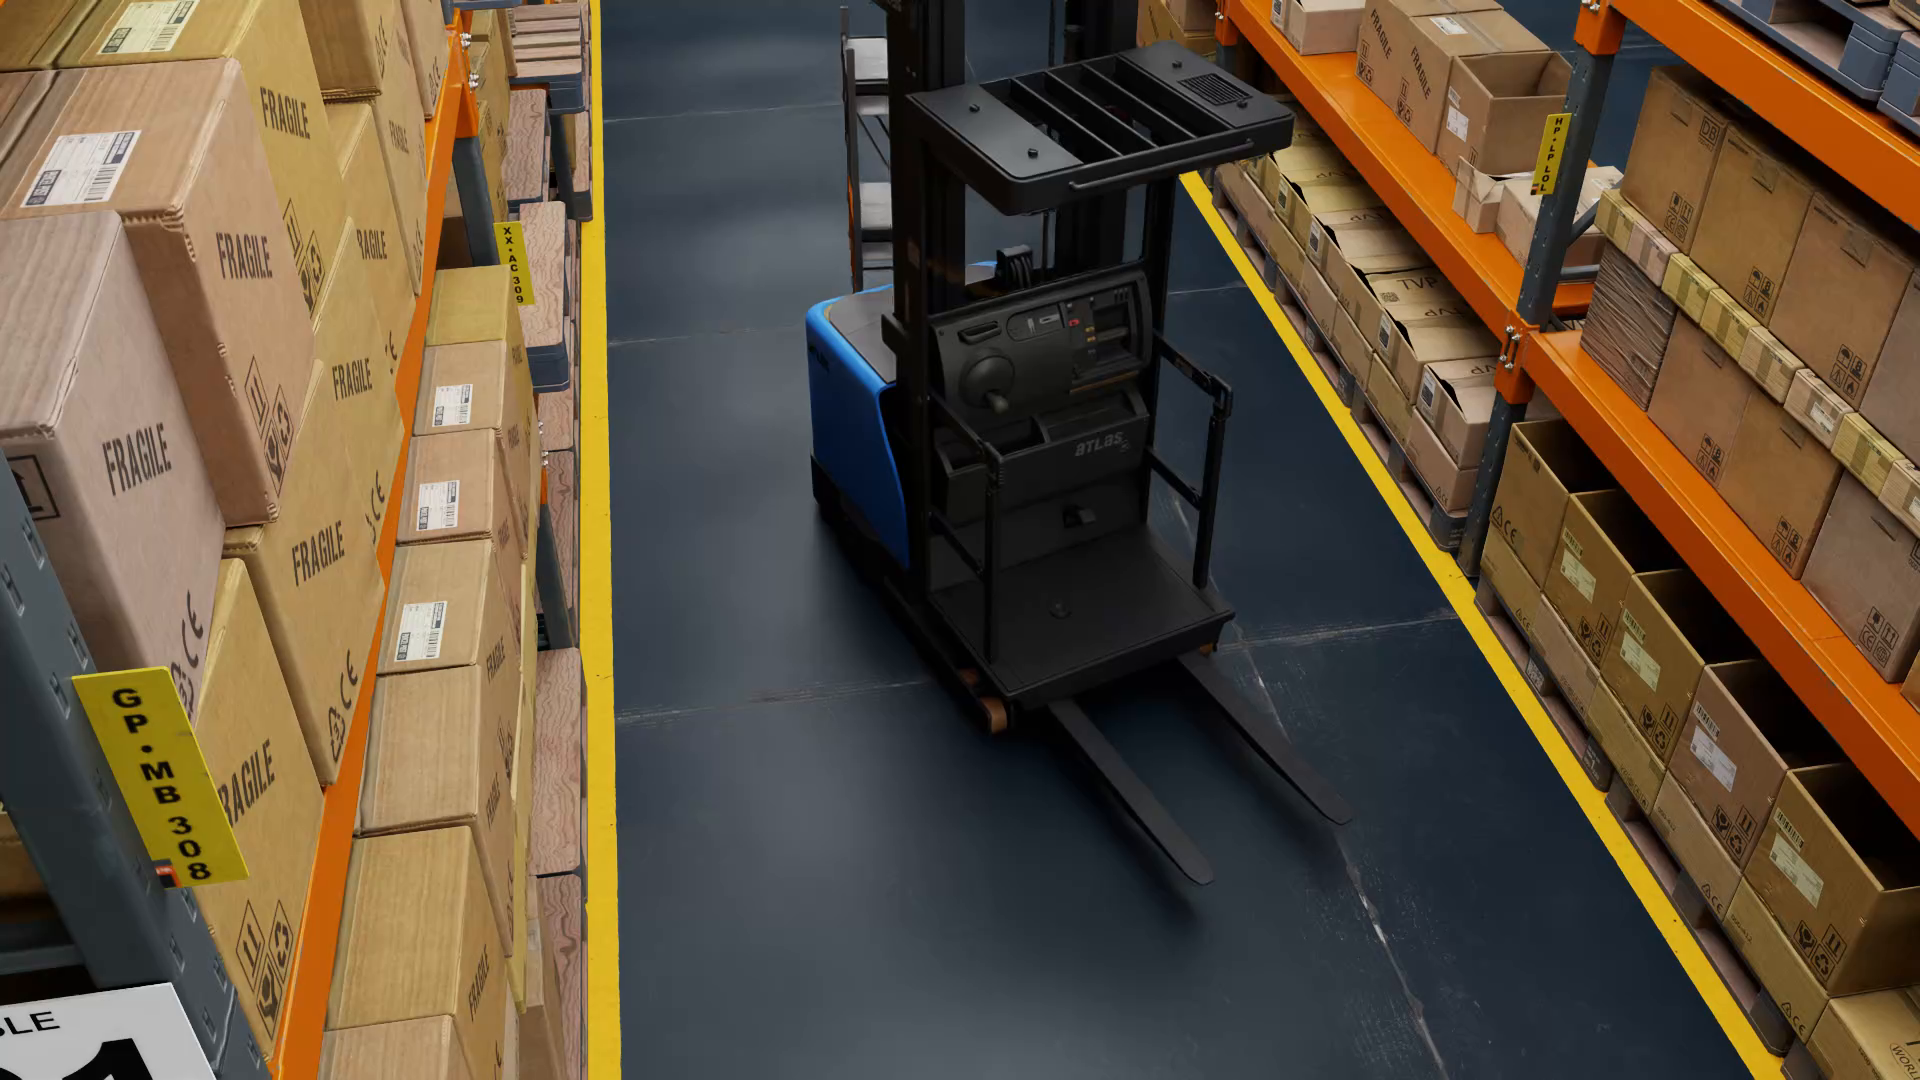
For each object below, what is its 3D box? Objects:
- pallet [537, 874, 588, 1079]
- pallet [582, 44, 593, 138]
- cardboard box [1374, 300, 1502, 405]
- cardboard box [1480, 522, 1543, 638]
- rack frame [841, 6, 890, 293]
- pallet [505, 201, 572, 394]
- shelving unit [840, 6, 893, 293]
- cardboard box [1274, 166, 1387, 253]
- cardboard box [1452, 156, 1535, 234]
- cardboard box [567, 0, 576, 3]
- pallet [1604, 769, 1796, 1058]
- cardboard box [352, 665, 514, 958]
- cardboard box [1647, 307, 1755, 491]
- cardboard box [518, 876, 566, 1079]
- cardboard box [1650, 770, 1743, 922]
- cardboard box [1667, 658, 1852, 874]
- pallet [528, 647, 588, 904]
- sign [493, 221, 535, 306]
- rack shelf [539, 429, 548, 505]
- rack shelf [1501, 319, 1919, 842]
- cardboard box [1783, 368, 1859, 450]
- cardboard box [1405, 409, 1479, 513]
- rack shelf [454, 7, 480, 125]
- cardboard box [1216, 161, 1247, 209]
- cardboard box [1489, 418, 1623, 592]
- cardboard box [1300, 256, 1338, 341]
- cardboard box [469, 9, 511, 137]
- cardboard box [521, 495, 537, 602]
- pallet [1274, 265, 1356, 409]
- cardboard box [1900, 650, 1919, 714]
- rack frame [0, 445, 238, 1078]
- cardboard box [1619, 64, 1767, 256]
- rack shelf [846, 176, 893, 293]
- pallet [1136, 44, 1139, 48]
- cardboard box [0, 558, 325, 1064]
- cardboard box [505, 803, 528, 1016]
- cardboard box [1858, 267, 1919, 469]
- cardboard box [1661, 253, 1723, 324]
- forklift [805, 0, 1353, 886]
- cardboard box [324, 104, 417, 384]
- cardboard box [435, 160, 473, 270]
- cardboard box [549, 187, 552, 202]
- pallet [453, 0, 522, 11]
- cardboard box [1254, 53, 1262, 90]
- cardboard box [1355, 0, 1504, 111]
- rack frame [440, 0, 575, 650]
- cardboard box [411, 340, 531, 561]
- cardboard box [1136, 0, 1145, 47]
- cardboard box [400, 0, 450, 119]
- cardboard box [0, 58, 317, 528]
[{"bbox_3d":[-1.732,1.678,5.418,1.003,0.211,1.213,-6,38,-8],"label":"pallet"},{"bbox_3d":[-3.078,-3.098,11.565,1.003,0.211,1.213,-6,38,-8],"label":"pallet"},{"bbox_3d":[2.324,-0.927,7.940,0.500,0.311,0.500,-5,38,-7],"label":"cardboard box"},{"bbox_3d":[2.557,0.135,7.031,0.500,0.250,0.500,-6,38,-8],"label":"cardboard box"},{"bbox_3d":[-0.329,-1.543,8.025,0.400,2.100,0.015,-3,38,-4],"label":"rack frame"},{"bbox_3d":[-2.093,-0.965,6.703,1.003,0.211,1.213,-6,38,-8],"label":"pallet"},{"bbox_3d":[-0.304,-1.394,7.833,0.431,2.100,0.503,-3,38,-4],"label":"shelving unit"},{"bbox_3d":[2.063,-1.843,9.119,0.500,0.311,0.500,-7,38,-9],"label":"cardboard box"},{"bbox_3d":[2.439,-1.556,7.418,0.396,0.266,0.258,-7,38,-9],"label":"cardboard box"},{"bbox_3d":[-3.104,-3.797,11.602,0.750,0.750,0.750,-5,38,-7],"label":"cardboard box"},{"bbox_3d":[3.090,1.226,5.999,1.003,0.211,1.213,-6,38,-8],"label":"pallet"},{"bbox_3d":[-1.350,0.675,3.931,0.500,0.500,0.500,-7,38,-9],"label":"cardboard box"},{"bbox_3d":[2.957,-0.552,5.935,0.700,0.500,0.500,-7,38,-8],"label":"cardboard box"},{"bbox_3d":[-1.613,1.446,5.123,0.700,0.500,0.500,-9,39,-11],"label":"cardboard box"},{"bbox_3d":[2.816,1.041,5.864,0.500,0.250,0.500,-6,38,-8],"label":"cardboard box"},{"bbox_3d":[2.812,0.745,5.633,0.500,0.500,0.500,-6,38,-8],"label":"cardboard box"},{"bbox_3d":[-1.949,0.940,6.368,1.003,0.211,1.213,-6,38,-8],"label":"pallet"},{"bbox_3d":[-1.569,-0.968,5.845,0.100,0.325,0.005,-6,38,-8],"label":"sign"},{"bbox_3d":[-1.751,0.929,4.696,1.077,0.370,4.000,-6,38,-8],"label":"rack shelf"},{"bbox_3d":[3.125,0.394,5.384,1.077,0.370,4.000,-6,38,-8],"label":"rack shelf"},{"bbox_3d":[2.861,-0.433,5.252,0.380,0.149,0.250,-7,38,-9],"label":"cardboard box"},{"bbox_3d":[2.416,-0.397,7.715,0.500,0.250,0.500,-7,38,-8],"label":"cardboard box"},{"bbox_3d":[-2.453,-2.672,6.885,1.077,0.370,4.000,-6,38,-8],"label":"rack shelf"},{"bbox_3d":[1.876,-2.246,10.095,0.500,0.250,0.500,-6,38,-8],"label":"cardboard box"},{"bbox_3d":[2.547,-0.160,6.799,0.500,0.500,0.500,-6,38,-8],"label":"cardboard box"},{"bbox_3d":[2.151,-1.320,8.902,0.500,0.250,0.500,-5,38,-7],"label":"cardboard box"},{"bbox_3d":[-2.471,-2.159,7.644,0.700,0.500,0.500,-6,38,-8],"label":"cardboard box"},{"bbox_3d":[-1.641,0.044,5.355,0.500,0.250,0.500,-6,38,-8],"label":"cardboard box"},{"bbox_3d":[2.389,-1.176,9.092,1.003,0.211,1.213,-6,38,-8],"label":"pallet"},{"bbox_3d":[3.228,0.378,4.737,0.700,0.500,0.500,-6,38,-8],"label":"cardboard box"},{"bbox_3d":[-1.401,-0.516,1.079,1.000,3.000,0.127,-6,38,-8],"label":"rack frame"},{"bbox_3d":[2.858,-1.383,5.946,0.700,0.500,0.500,-6,38,-8],"label":"cardboard box"},{"bbox_3d":[-0.304,-1.383,7.841,0.431,0.518,0.480,-3,38,-4],"label":"rack shelf"},{"bbox_3d":[1.769,-3.603,12.216,1.003,0.211,1.213,-6,38,-8],"label":"pallet"},{"bbox_3d":[-1.213,0.392,2.257,0.500,0.500,0.500,-5,38,-7],"label":"cardboard box"},{"bbox_3d":[-1.362,0.955,4.182,0.500,0.250,0.500,-7,38,-9],"label":"cardboard box"},{"bbox_3d":[3.122,-0.473,4.775,0.700,0.500,0.500,-6,38,-8],"label":"cardboard box"},{"bbox_3d":[2.722,-0.903,5.857,0.380,0.149,0.250,-7,38,-9],"label":"cardboard box"},{"bbox_3d":[0.434,-0.687,6.245,1.130,2.935,3.031,-18,41,-22],"label":"forklift"},{"bbox_3d":[-1.482,-0.571,3.497,0.500,0.500,0.500,-4,38,-5],"label":"cardboard box"},{"bbox_3d":[-2.158,-1.087,6.265,0.700,0.500,0.500,-6,38,-8],"label":"cardboard box"},{"bbox_3d":[-2.626,-1.736,9.219,0.700,0.500,0.500,-6,38,-7],"label":"cardboard box"},{"bbox_3d":[-2.105,-2.058,5.662,1.213,0.211,1.003,-6,38,-8],"label":"pallet"},{"bbox_3d":[2.177,-3.322,11.260,0.500,0.500,0.500,-8,38,-10],"label":"cardboard box"},{"bbox_3d":[2.383,-2.542,8.495,0.500,0.500,0.500,-8,39,-10],"label":"cardboard box"},{"bbox_3d":[-2.102,-0.563,6.030,1.000,3.000,0.127,-6,38,-8],"label":"rack frame"},{"bbox_3d":[-1.622,-0.255,5.128,0.500,0.500,0.500,-6,38,-8],"label":"cardboard box"},{"bbox_3d":[1.489,-3.869,11.964,0.500,0.500,0.500,-8,38,-10],"label":"cardboard box"},{"bbox_3d":[-1.770,-1.515,4.712,0.500,0.500,0.500,-5,38,-7],"label":"cardboard box"},{"bbox_3d":[-1.267,-0.341,2.386,0.500,0.500,0.500,-7,38,-8],"label":"cardboard box"}]
